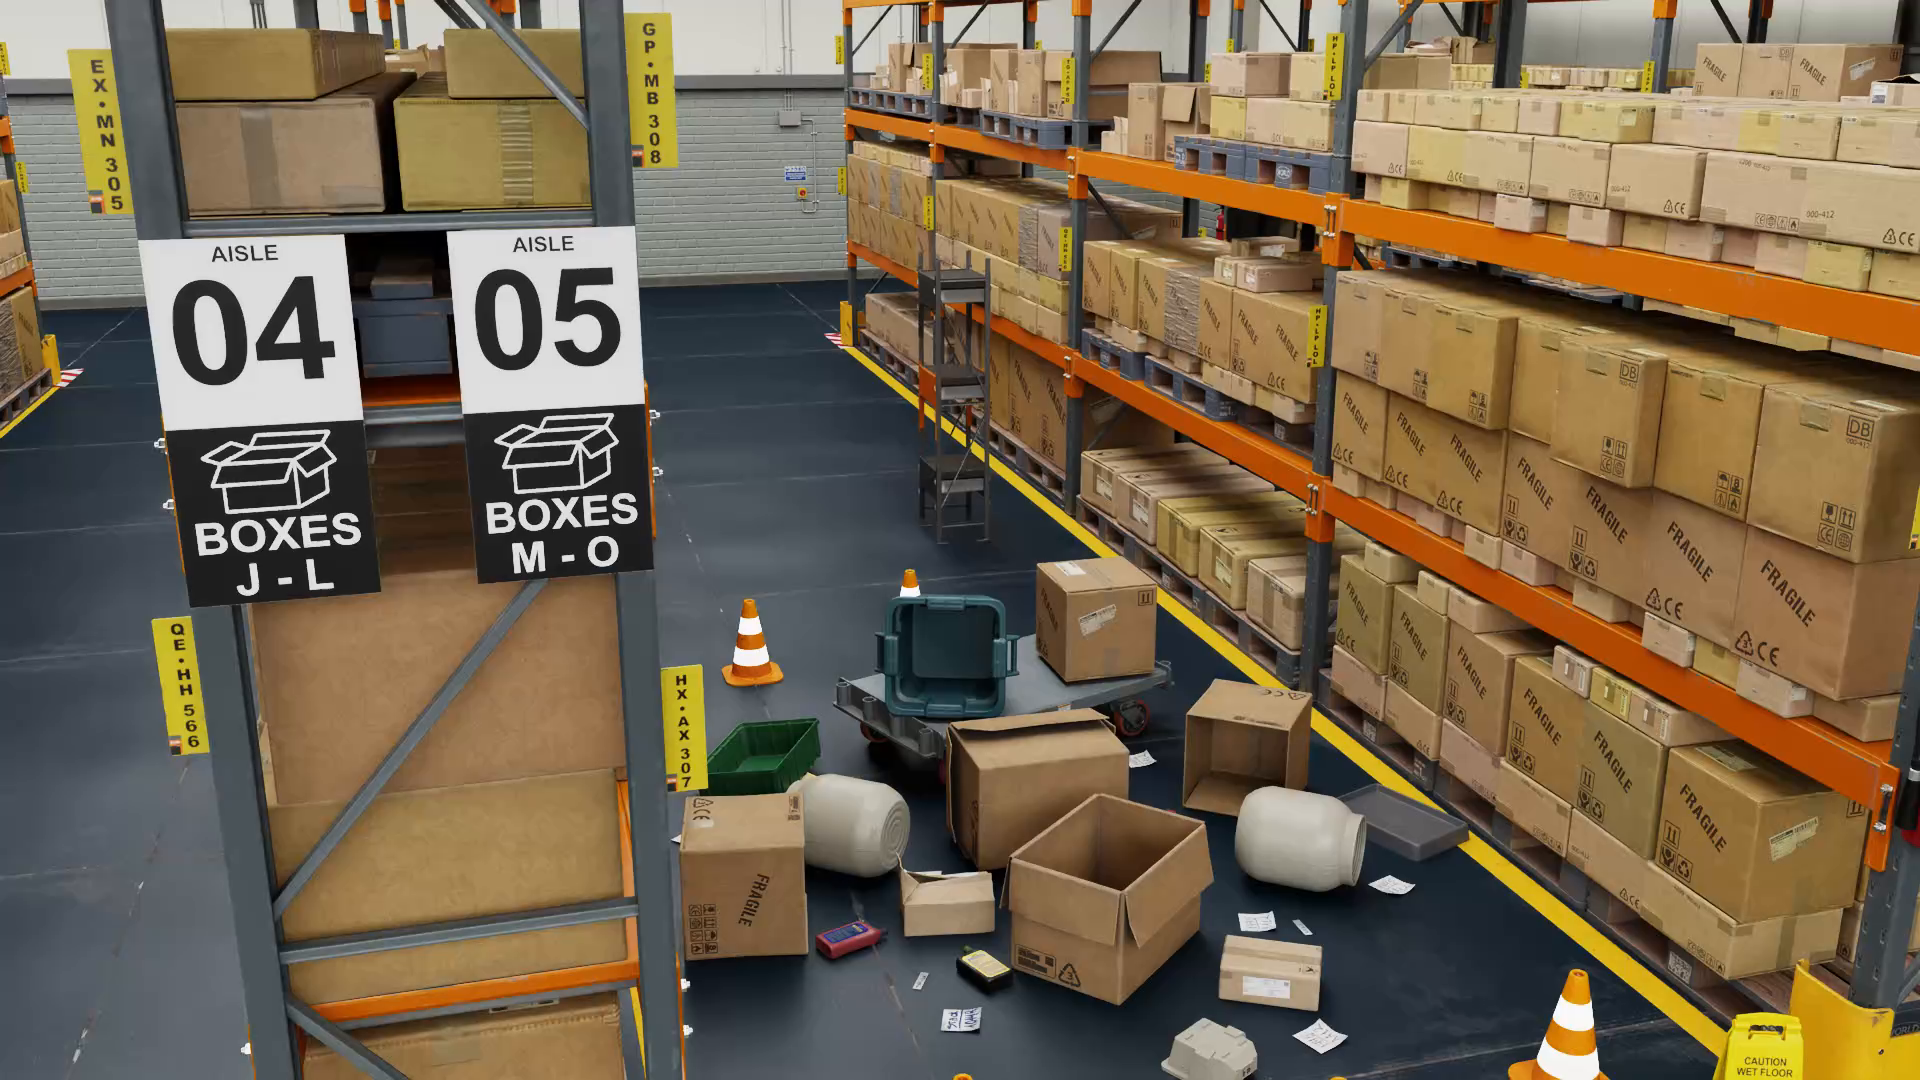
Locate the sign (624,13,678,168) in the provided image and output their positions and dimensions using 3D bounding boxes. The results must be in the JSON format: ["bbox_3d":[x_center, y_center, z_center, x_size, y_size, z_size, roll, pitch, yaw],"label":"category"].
[{"bbox_3d":[-0.672,-0.979,3.626,0.100,0.325,0.005,-5,17,-15],"label":"sign"}]

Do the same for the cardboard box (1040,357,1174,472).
[{"bbox_3d":[1.216,-1.057,13.720,0.875,0.875,0.875,-5,17,-16],"label":"cardboard box"}]

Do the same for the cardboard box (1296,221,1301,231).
[{"bbox_3d":[4.206,-3.787,19.588,0.500,0.250,0.500,-5,17,-17],"label":"cardboard box"}]

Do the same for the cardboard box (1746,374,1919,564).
[{"bbox_3d":[3.174,-0.256,5.662,0.700,0.500,0.500,-5,17,-17],"label":"cardboard box"}]

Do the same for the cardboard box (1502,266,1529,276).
[{"bbox_3d":[5.471,-2.757,15.506,0.797,0.503,0.637,-5,17,-17],"label":"cardboard box"}]

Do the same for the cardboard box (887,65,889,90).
[{"bbox_3d":[-0.510,-5.114,18.299,0.500,0.311,0.500,-4,17,-14],"label":"cardboard box"}]

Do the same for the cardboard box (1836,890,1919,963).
[{"bbox_3d":[3.568,1.408,6.601,0.500,0.250,0.500,-5,17,-16],"label":"cardboard box"}]

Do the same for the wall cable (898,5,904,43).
[{"bbox_3d":[-1.983,-8.372,24.680,2.355,3.000,0.029,-5,17,-15],"label":"wall cable"}]

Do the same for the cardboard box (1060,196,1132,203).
[{"bbox_3d":[1.152,-2.639,14.112,0.500,0.500,0.500,-4,17,-14],"label":"cardboard box"}]

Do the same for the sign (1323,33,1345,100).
[{"bbox_3d":[1.892,-2.397,8.421,0.100,0.325,0.005,-5,17,-15],"label":"sign"}]

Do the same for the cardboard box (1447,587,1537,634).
[{"bbox_3d":[2.524,0.317,7.802,0.380,0.149,0.250,-4,17,-12],"label":"cardboard box"}]

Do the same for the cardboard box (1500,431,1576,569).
[{"bbox_3d":[2.721,-0.201,7.216,0.500,0.500,0.500,-4,17,-15],"label":"cardboard box"}]

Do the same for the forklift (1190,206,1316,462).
[{"bbox_3d":[3.073,-2.088,14.309,3.031,2.935,1.130,9,19,26],"label":"forklift"}]

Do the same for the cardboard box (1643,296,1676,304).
[{"bbox_3d":[5.960,-2.093,13.597,0.500,0.250,0.500,-5,17,-15],"label":"cardboard box"}]

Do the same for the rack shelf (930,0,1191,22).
[{"bbox_3d":[0.776,-4.566,13.956,1.077,0.370,4.000,-5,17,-15],"label":"rack shelf"}]

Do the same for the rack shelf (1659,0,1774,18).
[{"bbox_3d":[6.647,-3.853,11.583,1.077,0.370,4.000,-5,17,-15],"label":"rack shelf"}]

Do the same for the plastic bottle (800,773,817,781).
[{"bbox_3d":[-0.780,1.214,8.303,0.283,0.061,0.133,16,23,42],"label":"plastic bottle"}]

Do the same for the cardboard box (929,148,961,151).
[{"bbox_3d":[-0.124,-4.220,18.247,0.380,0.149,0.250,-4,17,-13],"label":"cardboard box"}]

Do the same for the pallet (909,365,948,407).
[{"bbox_3d":[0.092,-1.663,17.622,1.003,0.211,1.213,-5,17,-15],"label":"pallet"}]

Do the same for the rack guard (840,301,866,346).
[{"bbox_3d":[-0.880,-2.698,20.565,1.175,0.500,0.348,-5,17,-15],"label":"rack guard"}]

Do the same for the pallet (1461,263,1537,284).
[{"bbox_3d":[5.558,-2.515,15.944,1.003,0.211,1.213,-5,17,-15],"label":"pallet"}]

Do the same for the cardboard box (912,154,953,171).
[{"bbox_3d":[-0.279,-3.900,17.180,0.380,0.149,0.250,-5,17,-16],"label":"cardboard box"}]

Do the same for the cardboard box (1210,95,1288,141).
[{"bbox_3d":[1.852,-2.567,10.100,0.500,0.250,0.500,-4,17,-15],"label":"cardboard box"}]

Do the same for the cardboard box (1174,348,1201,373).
[{"bbox_3d":[1.634,-1.201,10.943,0.380,0.149,0.250,-4,17,-14],"label":"cardboard box"}]

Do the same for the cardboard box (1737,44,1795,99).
[{"bbox_3d":[6.297,-3.451,12.436,0.700,0.500,0.500,-5,17,-16],"label":"cardboard box"}]

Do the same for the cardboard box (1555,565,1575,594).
[{"bbox_3d":[2.814,0.147,7.187,0.380,0.149,0.250,-5,17,-15],"label":"cardboard box"}]

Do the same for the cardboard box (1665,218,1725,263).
[{"bbox_3d":[2.897,-1.139,6.251,0.380,0.149,0.250,-5,17,-16],"label":"cardboard box"}]

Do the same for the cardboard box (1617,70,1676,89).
[{"bbox_3d":[5.718,-3.839,13.855,0.380,0.149,0.250,-4,17,-13],"label":"cardboard box"}]

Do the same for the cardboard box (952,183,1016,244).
[{"bbox_3d":[0.237,-3.026,15.400,0.500,0.500,0.500,-5,17,-16],"label":"cardboard box"}]

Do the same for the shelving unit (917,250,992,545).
[{"bbox_3d":[-0.045,-1.051,12.302,0.431,2.100,0.503,-5,17,-15],"label":"shelving unit"}]

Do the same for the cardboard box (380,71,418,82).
[{"bbox_3d":[-2.442,-1.749,6.686,0.500,0.250,0.500,-5,17,-15],"label":"cardboard box"}]

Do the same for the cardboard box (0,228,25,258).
[{"bbox_3d":[-10.013,-3.063,17.178,0.500,0.250,0.500,-5,17,-16],"label":"cardboard box"}]

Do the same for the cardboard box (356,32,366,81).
[{"bbox_3d":[-2.116,-1.549,5.327,0.380,0.149,0.250,-5,17,-16],"label":"cardboard box"}]

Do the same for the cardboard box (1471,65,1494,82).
[{"bbox_3d":[5.078,-4.415,15.738,0.380,0.149,0.250,-5,17,-15],"label":"cardboard box"}]

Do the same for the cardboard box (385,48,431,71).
[{"bbox_3d":[-4.140,-3.553,12.348,0.396,0.266,0.258,-5,17,-15],"label":"cardboard box"}]

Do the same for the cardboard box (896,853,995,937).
[{"bbox_3d":[-0.064,1.489,7.033,0.396,0.266,0.258,-2,17,-6],"label":"cardboard box"}]

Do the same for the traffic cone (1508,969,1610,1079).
[{"bbox_3d":[2.165,1.735,5.871,0.336,0.463,0.334,-5,17,-15],"label":"traffic cone"}]

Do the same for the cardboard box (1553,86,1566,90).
[{"bbox_3d":[5.537,-3.990,14.875,0.380,0.149,0.250,-5,17,-15],"label":"cardboard box"}]

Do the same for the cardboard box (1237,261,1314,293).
[{"bbox_3d":[1.879,-1.571,9.919,0.380,0.149,0.250,-5,17,-17],"label":"cardboard box"}]

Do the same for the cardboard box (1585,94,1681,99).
[{"bbox_3d":[3.023,-1.910,7.434,0.380,0.149,0.250,-5,17,-16],"label":"cardboard box"}]

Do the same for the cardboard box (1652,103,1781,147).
[{"bbox_3d":[2.898,-1.592,6.374,0.380,0.149,0.250,-5,17,-17],"label":"cardboard box"}]

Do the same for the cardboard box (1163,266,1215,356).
[{"bbox_3d":[1.659,-1.496,10.796,0.500,0.500,0.500,-5,18,-17],"label":"cardboard box"}]

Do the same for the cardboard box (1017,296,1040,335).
[{"bbox_3d":[0.781,-1.863,13.702,0.500,0.250,0.500,-4,17,-14],"label":"cardboard box"}]

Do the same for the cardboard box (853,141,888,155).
[{"bbox_3d":[-1.042,-4.606,19.532,0.380,0.149,0.250,-4,17,-14],"label":"cardboard box"}]

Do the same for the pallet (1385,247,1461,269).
[{"bbox_3d":[5.112,-2.854,17.073,1.003,0.211,1.213,-5,17,-15],"label":"pallet"}]

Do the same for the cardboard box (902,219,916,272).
[{"bbox_3d":[-0.294,-3.080,17.318,0.500,0.500,0.500,-5,17,-17],"label":"cardboard box"}]

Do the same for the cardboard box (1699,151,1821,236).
[{"bbox_3d":[3.000,-1.231,5.865,0.500,0.250,0.500,-5,17,-16],"label":"cardboard box"}]

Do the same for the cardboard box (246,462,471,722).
[{"bbox_3d":[-1.512,0.117,4.711,0.875,0.550,0.550,-5,17,-15],"label":"cardboard box"}]

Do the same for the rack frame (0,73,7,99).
[{"bbox_3d":[-10.402,-5.978,16.712,1.000,3.000,0.127,-5,17,-15],"label":"rack frame"}]

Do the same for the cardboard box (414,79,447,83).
[{"bbox_3d":[-1.511,-1.372,5.432,0.500,0.250,0.500,-5,17,-16],"label":"cardboard box"}]

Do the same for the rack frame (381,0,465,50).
[{"bbox_3d":[-4.505,-5.236,14.241,1.000,3.000,0.127,-5,17,-15],"label":"rack frame"}]

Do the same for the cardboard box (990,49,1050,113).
[{"bbox_3d":[0.562,-3.826,13.857,0.500,0.500,0.500,-5,17,-15],"label":"cardboard box"}]

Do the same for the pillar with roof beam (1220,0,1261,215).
[{"bbox_3d":[-0.115,-7.632,22.217,9.100,9.000,0.400,-5,17,-15],"label":"pillar with roof beam"}]

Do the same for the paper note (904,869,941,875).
[{"bbox_3d":[-0.174,1.507,7.397,0.172,0.023,0.155,1,17,4],"label":"paper note"}]
